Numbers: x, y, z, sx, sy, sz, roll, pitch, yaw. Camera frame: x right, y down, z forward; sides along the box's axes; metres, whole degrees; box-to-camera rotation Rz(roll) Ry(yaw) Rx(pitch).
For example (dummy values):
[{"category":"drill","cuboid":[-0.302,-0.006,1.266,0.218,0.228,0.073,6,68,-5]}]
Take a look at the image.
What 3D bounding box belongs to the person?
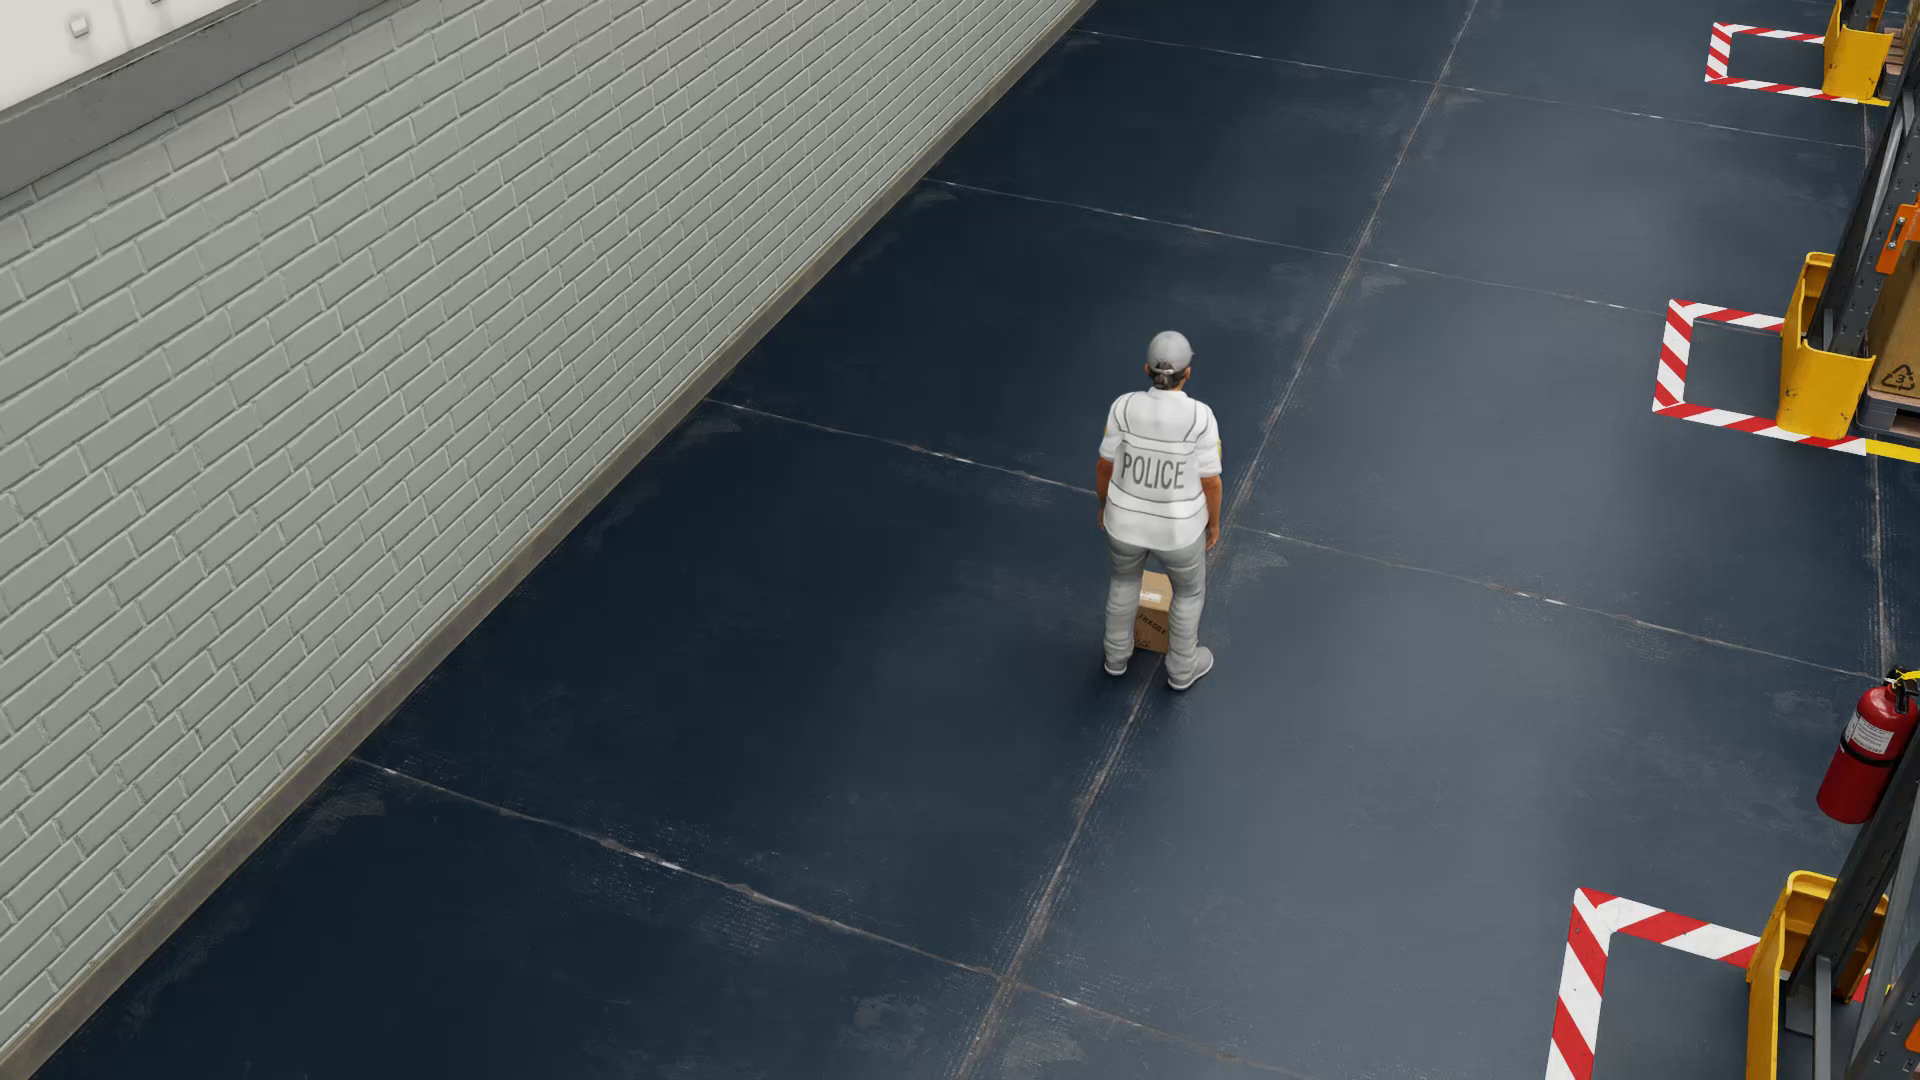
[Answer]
[{"category":"person","cuboid":[0.840,-0.100,6.943,0.555,1.665,0.467,12,39,15]}]
